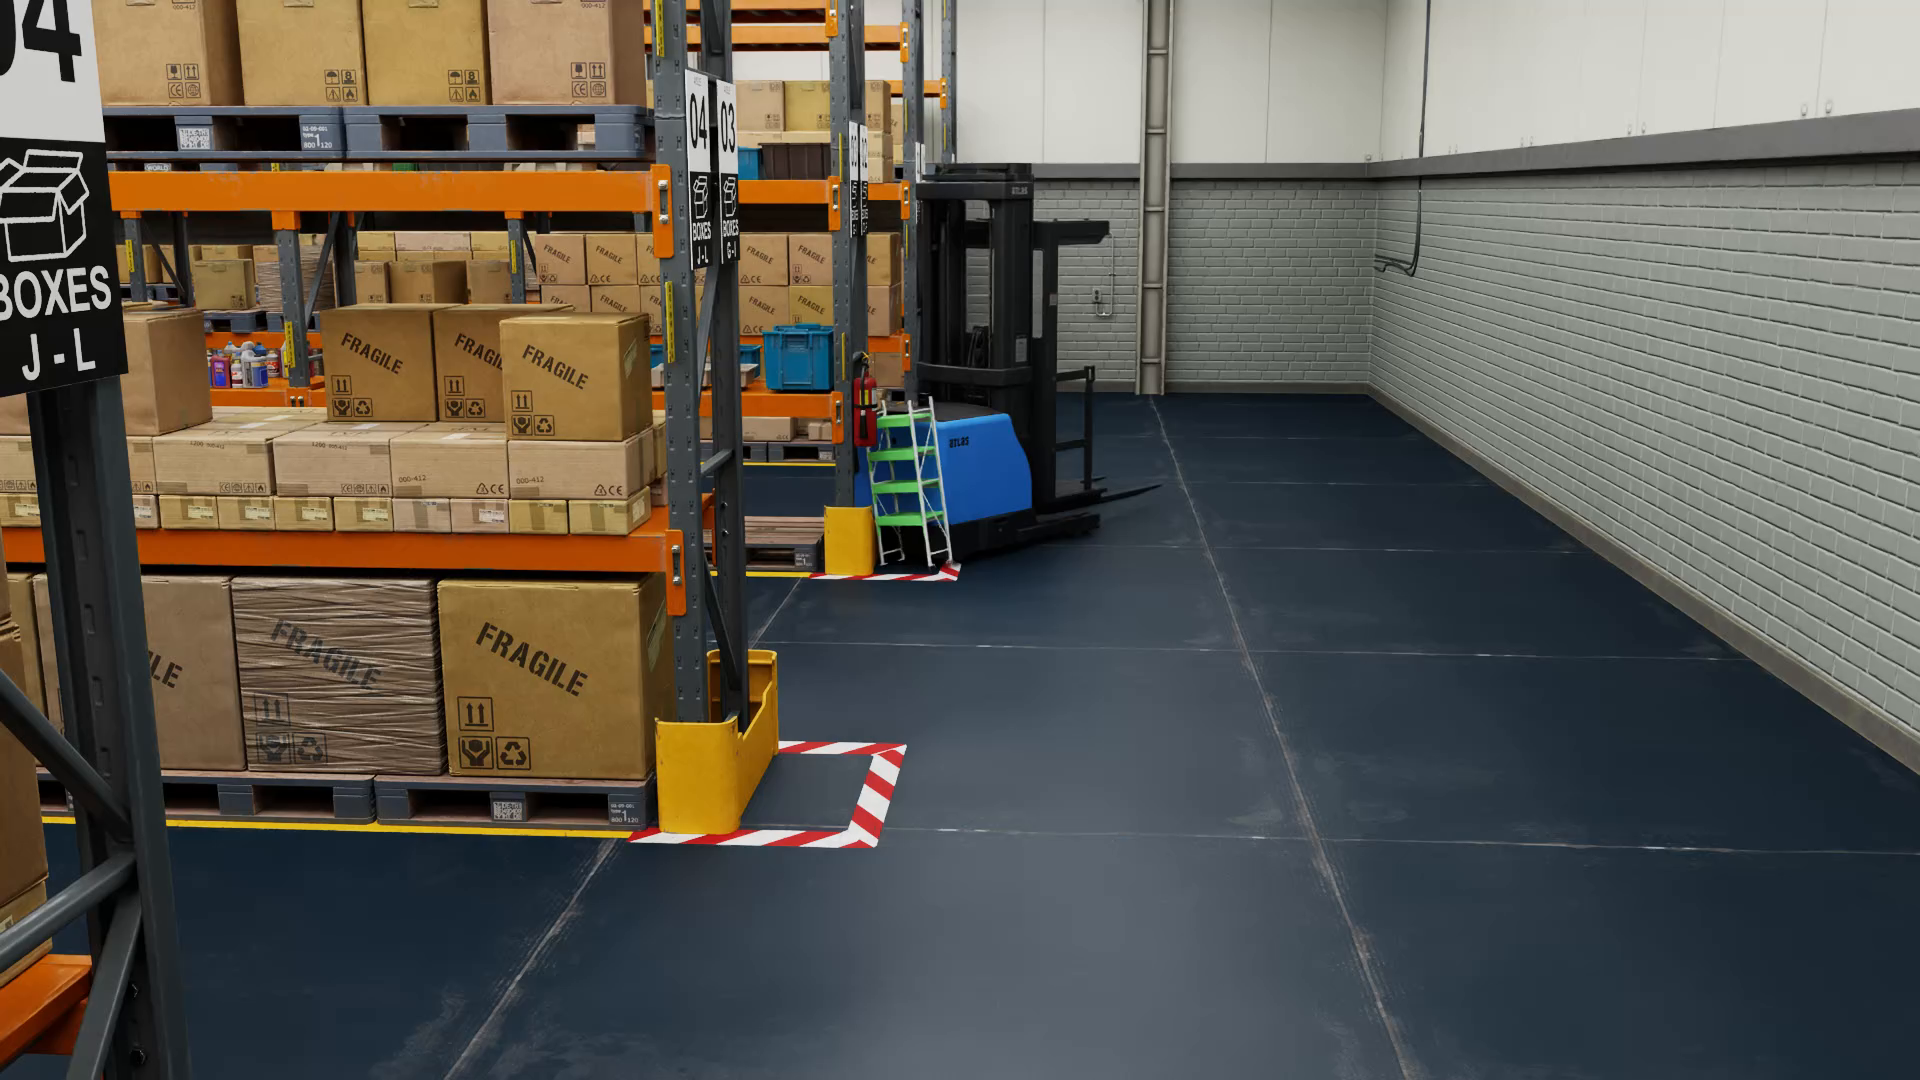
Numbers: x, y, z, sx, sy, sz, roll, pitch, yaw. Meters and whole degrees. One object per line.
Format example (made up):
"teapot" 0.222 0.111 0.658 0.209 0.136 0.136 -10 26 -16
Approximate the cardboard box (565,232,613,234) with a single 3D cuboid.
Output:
"cardboard box" -3.934 -2.979 17.496 0.500 0.500 0.500 1 12 4

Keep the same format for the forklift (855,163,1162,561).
"forklift" 0.491 -1.519 13.369 1.130 2.935 3.031 11 16 42

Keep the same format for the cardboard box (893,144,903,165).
"cardboard box" -0.886 -4.957 21.409 0.500 0.250 0.500 1 12 5

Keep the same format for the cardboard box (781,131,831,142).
"cardboard box" -1.493 -3.941 16.601 0.500 0.250 0.500 1 12 4

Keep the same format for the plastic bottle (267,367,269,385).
"plastic bottle" -5.216 -1.250 12.405 0.097 0.201 0.097 0 12 0

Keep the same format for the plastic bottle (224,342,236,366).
"plastic bottle" -5.706 -1.416 13.025 0.097 0.271 0.097 0 12 0

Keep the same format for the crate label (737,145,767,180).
"crate label" -1.698 -2.802 12.374 0.502 0.251 0.408 1 12 4

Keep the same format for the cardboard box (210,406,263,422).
"cardboard box" -3.638 -0.477 7.862 0.500 0.250 0.500 1 12 5

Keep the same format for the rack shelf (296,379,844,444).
"rack shelf" -2.795 -1.003 12.494 4.000 0.370 1.077 1 12 4

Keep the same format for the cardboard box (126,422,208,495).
"cardboard box" -3.657 -0.369 7.347 0.500 0.250 0.500 1 12 5

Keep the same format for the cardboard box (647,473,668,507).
"cardboard box" -1.463 -0.265 7.824 0.250 0.149 0.380 1 12 4

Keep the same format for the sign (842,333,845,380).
"sign" -0.820 -1.295 11.735 0.005 0.325 0.100 1 12 4

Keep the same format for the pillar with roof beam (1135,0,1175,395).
"pillar with roof beam" 2.327 -5.549 17.815 0.400 9.000 9.100 1 12 4

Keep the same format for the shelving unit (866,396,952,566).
"shelving unit" -0.392 -0.424 12.154 0.503 1.200 0.258 0 11 43

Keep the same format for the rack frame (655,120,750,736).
"rack frame" -1.130 -0.316 7.453 0.127 3.000 1.000 1 12 4

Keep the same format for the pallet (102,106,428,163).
"pallet" -3.092 -1.765 7.270 1.213 0.211 1.003 1 12 4

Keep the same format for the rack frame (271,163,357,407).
"rack frame" -4.790 -1.383 12.552 0.127 3.000 1.000 1 12 4

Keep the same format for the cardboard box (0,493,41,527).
"cardboard box" -4.061 -0.165 7.347 0.250 0.149 0.380 0 12 2

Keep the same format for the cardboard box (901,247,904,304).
"cardboard box" -0.647 -3.504 21.958 0.700 0.700 0.980 1 12 6

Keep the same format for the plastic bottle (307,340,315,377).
"plastic bottle" -5.128 -1.418 13.004 0.133 0.283 0.061 1 12 4

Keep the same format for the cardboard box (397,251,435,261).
"cardboard box" -7.130 -3.598 22.121 0.500 0.500 0.500 1 12 6

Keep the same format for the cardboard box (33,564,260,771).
"cardboard box" -3.570 0.501 7.709 0.875 0.875 0.875 1 12 4

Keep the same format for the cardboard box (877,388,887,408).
"cardboard box" -1.024 -1.289 17.133 0.500 0.500 0.500 1 12 4

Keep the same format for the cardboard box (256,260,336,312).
"cardboard box" -6.911 -2.667 17.420 0.500 0.500 0.700 3 12 14

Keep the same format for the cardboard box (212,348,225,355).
"cardboard box" -9.845 -2.484 22.848 0.500 0.500 0.700 1 12 3

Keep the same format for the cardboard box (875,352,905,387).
"cardboard box" -0.842 -2.323 22.126 0.500 0.500 0.700 1 12 4

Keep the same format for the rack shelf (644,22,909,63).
"rack shelf" -2.460 -4.950 16.718 4.000 0.370 1.077 1 12 4

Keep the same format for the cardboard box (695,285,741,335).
"cardboard box" -2.448 -2.360 16.982 0.500 0.500 0.500 1 12 3

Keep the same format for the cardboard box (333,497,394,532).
"cardboard box" -2.527 -0.144 7.246 0.250 0.149 0.380 1 12 2

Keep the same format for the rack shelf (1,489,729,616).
"rack shelf" -3.126 0.009 7.657 4.000 0.370 1.077 1 12 4

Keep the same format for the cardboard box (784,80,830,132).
"cardboard box" -1.472 -4.374 16.841 0.500 0.500 0.700 1 12 4

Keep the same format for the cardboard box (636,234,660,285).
"cardboard box" -2.977 -2.855 16.903 0.500 0.500 0.500 0 12 2

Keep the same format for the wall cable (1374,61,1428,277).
"wall cable" 5.482 -4.618 20.950 0.112 2.526 3.097 1 12 4

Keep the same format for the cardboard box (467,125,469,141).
"cardboard box" -4.953 -4.188 17.123 0.600 0.600 0.600 0 12 -2

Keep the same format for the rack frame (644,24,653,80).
"rack frame" -4.128 -6.343 21.613 0.127 3.000 1.000 1 12 4

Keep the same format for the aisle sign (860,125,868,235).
"aisle sign" -0.708 -2.660 12.309 0.004 0.787 0.394 1 12 4

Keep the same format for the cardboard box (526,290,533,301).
"cardboard box" -5.749 -3.266 22.122 0.250 0.149 0.380 0 12 2

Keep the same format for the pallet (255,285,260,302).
"pallet" -8.838 -3.355 22.451 1.003 0.211 1.213 1 12 4

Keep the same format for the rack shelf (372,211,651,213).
"rack shelf" -6.124 -4.550 22.124 4.000 0.370 1.077 1 12 4

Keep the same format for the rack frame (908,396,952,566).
"rack frame" -0.214 -0.424 11.987 0.015 1.200 0.240 0 11 43

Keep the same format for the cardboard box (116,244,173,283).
"cardboard box" -11.048 -3.757 22.585 0.500 0.500 0.700 2 12 10

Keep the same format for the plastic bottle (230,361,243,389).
"plastic bottle" -5.323 -1.221 12.263 0.097 0.201 0.097 0 12 0

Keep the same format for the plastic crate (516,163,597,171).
"plastic crate" -2.878 -2.645 11.903 0.530 0.136 0.437 1 12 4

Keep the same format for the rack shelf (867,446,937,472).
"rack shelf" -0.414 -0.598 12.131 0.480 0.148 0.258 0 11 43

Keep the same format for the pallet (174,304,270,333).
"pallet" -7.766 -2.360 17.694 1.003 0.211 1.213 1 12 4

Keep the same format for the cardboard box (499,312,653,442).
"cardboard box" -1.634 -0.708 7.136 0.500 0.500 0.500 1 12 4

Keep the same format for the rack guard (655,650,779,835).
"rack guard" -1.106 0.908 7.707 0.348 0.500 1.175 1 12 4

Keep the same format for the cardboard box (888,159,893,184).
"cardboard box" -0.960 -3.794 17.117 0.500 0.250 0.500 1 12 4
